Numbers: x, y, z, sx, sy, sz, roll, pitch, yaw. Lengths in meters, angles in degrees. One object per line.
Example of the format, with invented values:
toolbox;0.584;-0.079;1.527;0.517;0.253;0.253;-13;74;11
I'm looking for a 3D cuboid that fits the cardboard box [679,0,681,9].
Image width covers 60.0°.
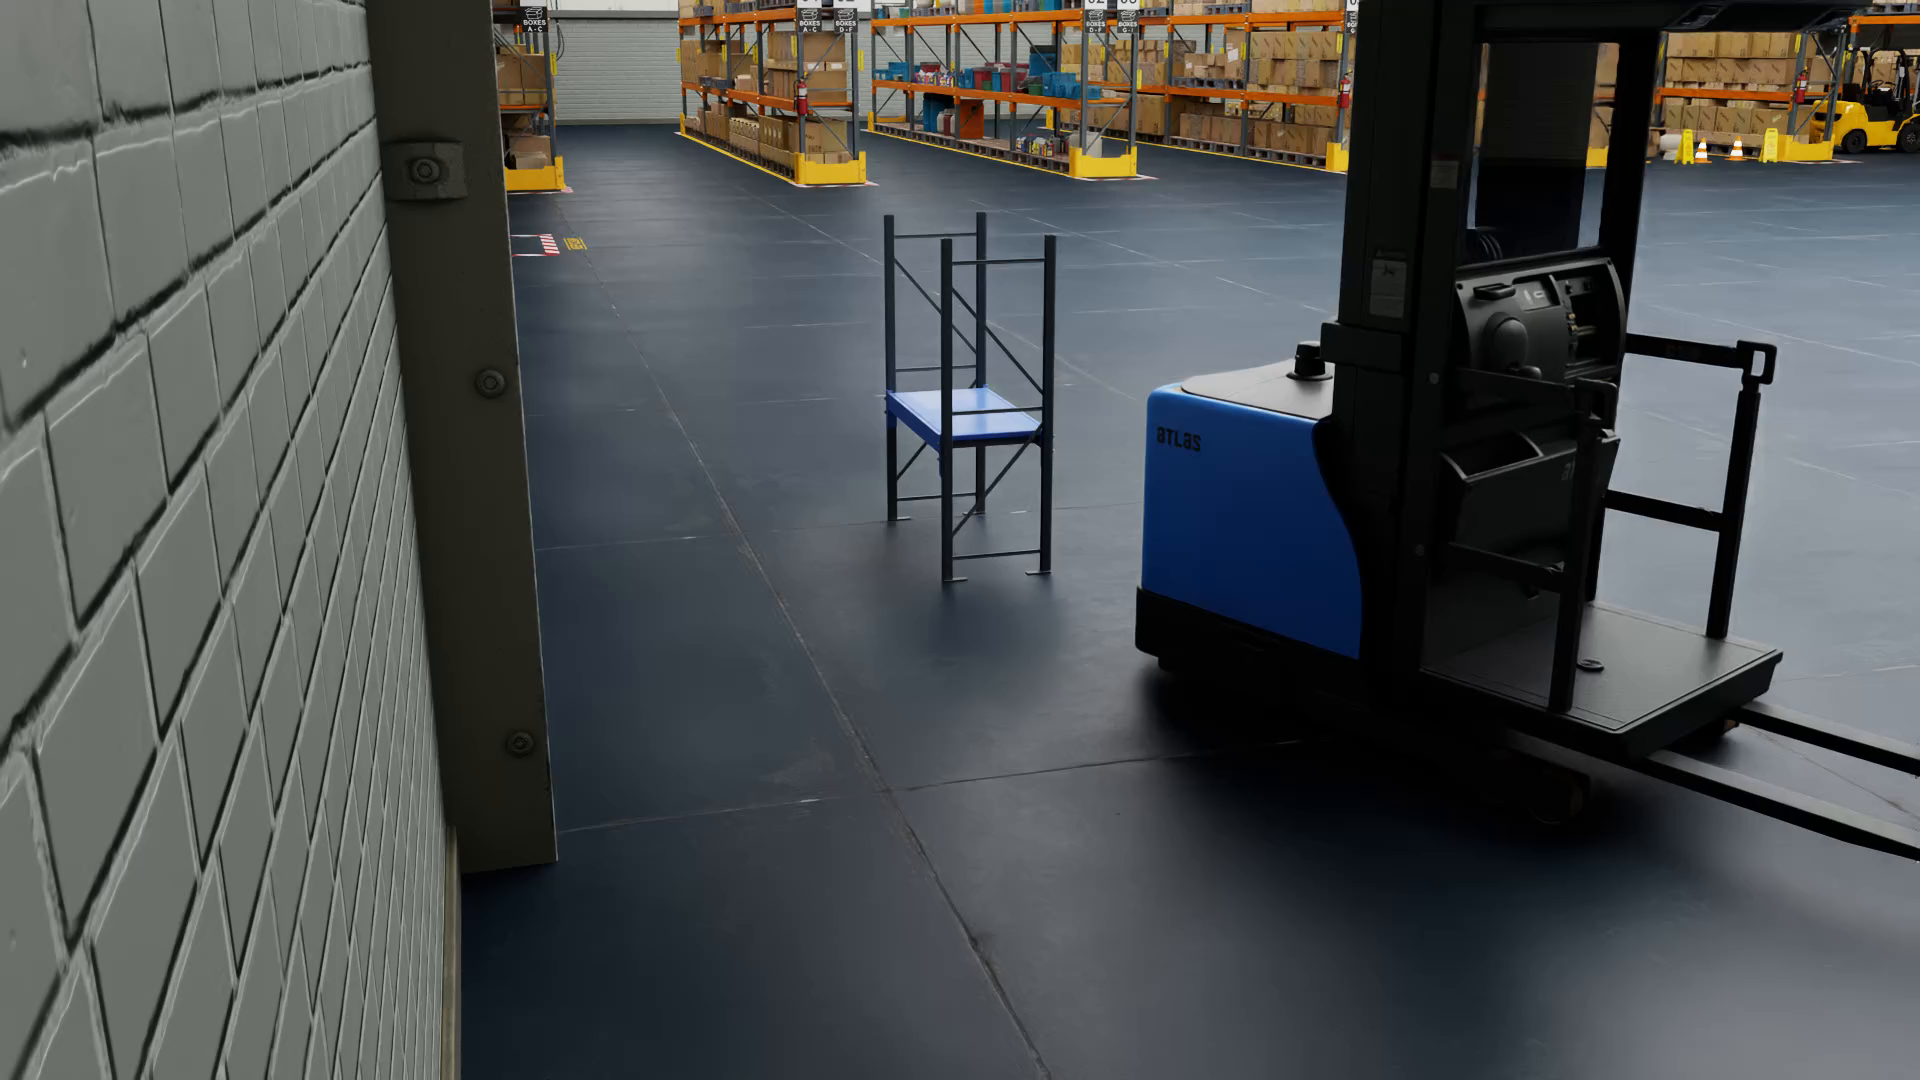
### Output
cardboard box;-6.689;-13.317;41.250;0.500;0.250;0.500;-5;17;-15

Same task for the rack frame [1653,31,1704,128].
rack frame;15.773;-10.122;36.435;1.000;3.000;0.127;-5;17;-15

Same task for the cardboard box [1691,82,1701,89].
cardboard box;15.807;-9.681;35.405;0.380;0.149;0.250;-4;17;-14

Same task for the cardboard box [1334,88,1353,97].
cardboard box;7.067;-8.174;30.388;0.380;0.149;0.250;-5;17;-15

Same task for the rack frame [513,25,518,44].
rack frame;-11.342;-11.483;40.966;1.000;3.000;0.127;-5;17;-15

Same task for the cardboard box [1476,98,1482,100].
cardboard box;13.821;-11.353;43.498;0.875;0.875;0.875;-4;17;-14

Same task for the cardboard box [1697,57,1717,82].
cardboard box;15.911;-9.892;34.978;0.500;0.500;0.500;-5;17;-16

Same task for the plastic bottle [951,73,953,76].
plastic bottle;-0.173;-10.759;38.780;0.097;0.271;0.097;0;17;0

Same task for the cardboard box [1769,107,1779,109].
cardboard box;16.761;-8.655;34.297;0.500;0.500;0.500;-5;18;-17

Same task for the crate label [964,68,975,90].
crate label;0.396;-9.774;35.216;0.502;0.435;0.616;-5;17;-15

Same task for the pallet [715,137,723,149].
pallet;-4.882;-8.874;37.127;1.003;0.211;1.213;-5;17;-15

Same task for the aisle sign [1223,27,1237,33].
aisle sign;7.435;-14.264;45.704;0.394;0.787;0.004;-5;17;-15

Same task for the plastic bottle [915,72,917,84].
plastic bottle;-1.026;-10.969;39.457;0.061;0.283;0.133;-5;17;-15

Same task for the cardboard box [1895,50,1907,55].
cardboard box;20.653;-10.621;36.278;0.380;0.149;0.250;-5;17;-16

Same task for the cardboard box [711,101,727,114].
cardboard box;-5.307;-9.712;37.348;0.500;0.250;0.500;-5;17;-15

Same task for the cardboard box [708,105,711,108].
cardboard box;-6.193;-10.758;42.134;0.500;0.500;0.500;-5;17;-15

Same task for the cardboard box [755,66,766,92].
cardboard box;-3.760;-9.102;32.867;0.500;0.500;0.500;-5;17;-15

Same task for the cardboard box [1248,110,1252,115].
cardboard box;7.944;-11.549;44.893;0.380;0.149;0.250;-6;18;-18

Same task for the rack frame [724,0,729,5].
rack frame;-4.381;-12.536;34.044;1.000;3.000;0.127;-5;17;-15

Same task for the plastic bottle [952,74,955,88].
plastic bottle;-0.139;-10.076;36.484;0.061;0.283;0.133;-5;17;-15

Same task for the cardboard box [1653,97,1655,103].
cardboard box;18.541;-11.635;43.961;0.380;0.149;0.250;-5;17;-15

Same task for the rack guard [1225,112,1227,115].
rack guard;7.764;-11.804;46.379;1.175;0.500;0.348;-5;17;-15

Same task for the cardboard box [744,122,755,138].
cardboard box;-3.953;-8.080;32.713;0.500;0.311;0.500;-5;17;-15

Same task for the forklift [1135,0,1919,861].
forklift;2.009;-0.701;5.189;1.130;2.935;3.031;-14;22;-39

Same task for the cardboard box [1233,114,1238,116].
cardboard box;7.730;-11.622;45.653;0.380;0.149;0.250;-5;17;-15

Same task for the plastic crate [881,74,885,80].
plastic crate;-1.870;-11.792;42.347;0.250;0.136;0.298;-5;17;-15

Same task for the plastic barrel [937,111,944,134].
plastic barrel;-0.320;-9.659;38.487;0.421;0.512;0.421;0;17;0

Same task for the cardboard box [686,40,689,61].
cardboard box;-6.428;-11.976;40.696;0.500;0.500;0.500;-4;17;-14

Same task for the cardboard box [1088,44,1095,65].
cardboard box;3.528;-12.226;41.880;0.500;0.500;0.500;-5;17;-15

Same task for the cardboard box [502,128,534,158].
cardboard box;-8.262;-7.380;30.886;0.700;0.500;0.500;-4;17;-13

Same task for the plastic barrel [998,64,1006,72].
plastic barrel;0.986;-9.723;34.912;0.421;0.512;0.421;0;17;0

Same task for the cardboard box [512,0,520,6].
cardboard box;-6.796;-8.664;26.158;0.500;0.500;0.500;-4;17;-14

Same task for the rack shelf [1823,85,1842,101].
rack shelf;19.994;-10.724;39.690;1.077;0.370;4.000;-5;17;-15

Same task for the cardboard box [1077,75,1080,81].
cardboard box;3.224;-11.916;42.843;0.380;0.149;0.250;-4;17;-14

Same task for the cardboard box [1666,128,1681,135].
cardboard box;15.675;-8.822;36.156;0.500;0.250;0.500;-6;18;-18

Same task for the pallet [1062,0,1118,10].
pallet;2.448;-9.423;29.223;1.003;0.211;1.213;-5;17;-15

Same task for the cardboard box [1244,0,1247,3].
cardboard box;6.210;-11.164;33.779;0.797;0.503;0.637;-6;18;-18

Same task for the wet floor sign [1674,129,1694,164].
wet floor sign;14.052;-7.617;32.189;0.267;0.644;0.232;-8;18;-25

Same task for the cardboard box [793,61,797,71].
cardboard box;-2.614;-8.042;28.210;0.380;0.149;0.250;-5;17;-16

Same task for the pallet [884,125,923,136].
pallet;-1.295;-10.363;42.084;1.003;0.211;1.213;-5;17;-15

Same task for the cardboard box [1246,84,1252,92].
cardboard box;6.014;-9.135;33.586;0.380;0.149;0.250;-5;17;-15

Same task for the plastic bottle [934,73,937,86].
plastic bottle;-0.540;-10.480;37.829;0.061;0.283;0.133;-5;17;-15

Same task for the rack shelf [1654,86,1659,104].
rack shelf;15.223;-10.331;38.381;1.077;0.370;4.000;-5;17;-15

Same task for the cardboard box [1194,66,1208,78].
cardboard box;5.384;-10.093;35.868;0.500;0.250;0.500;-5;17;-17

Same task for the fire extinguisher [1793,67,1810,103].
fire extinguisher;16.460;-8.911;32.536;0.296;0.674;0.183;-5;17;-15

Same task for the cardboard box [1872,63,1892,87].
cardboard box;20.574;-10.277;36.778;0.500;0.500;0.500;-4;17;-14

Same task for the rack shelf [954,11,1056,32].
rack shelf;0.932;-10.592;34.037;1.077;0.370;4.000;-5;17;-15

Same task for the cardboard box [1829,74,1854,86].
cardboard box;20.154;-10.562;38.162;0.500;0.250;0.500;-4;17;-14

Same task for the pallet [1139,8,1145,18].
pallet;4.607;-12.274;38.714;1.003;0.211;1.213;-4;17;-13

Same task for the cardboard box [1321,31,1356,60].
cardboard box;6.955;-9.034;30.384;0.500;0.500;0.500;-5;17;-15

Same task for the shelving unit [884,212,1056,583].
shelving unit;0.023;-0.695;7.658;0.538;1.500;1.048;-5;17;-15

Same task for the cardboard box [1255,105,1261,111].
cardboard box;8.065;-11.469;44.111;0.380;0.149;0.250;-5;18;-17

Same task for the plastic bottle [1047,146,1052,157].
plastic bottle;1.655;-7.184;30.755;0.097;0.201;0.097;0;17;0

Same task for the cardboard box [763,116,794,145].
cardboard box;-3.310;-7.509;30.483;0.500;0.500;0.500;-5;17;-15

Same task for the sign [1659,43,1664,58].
sign;15.240;-10.632;36.119;0.100;0.325;0.005;-5;17;-15

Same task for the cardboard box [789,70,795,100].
cardboard box;-2.578;-7.911;28.900;0.700;0.500;0.500;-5;17;-15

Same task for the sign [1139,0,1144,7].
sign;3.111;-9.324;28.548;0.100;0.325;0.005;-5;17;-15

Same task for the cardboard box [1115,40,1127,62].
cardboard box;4.229;-11.904;40.449;0.797;0.503;0.637;-5;17;-17
